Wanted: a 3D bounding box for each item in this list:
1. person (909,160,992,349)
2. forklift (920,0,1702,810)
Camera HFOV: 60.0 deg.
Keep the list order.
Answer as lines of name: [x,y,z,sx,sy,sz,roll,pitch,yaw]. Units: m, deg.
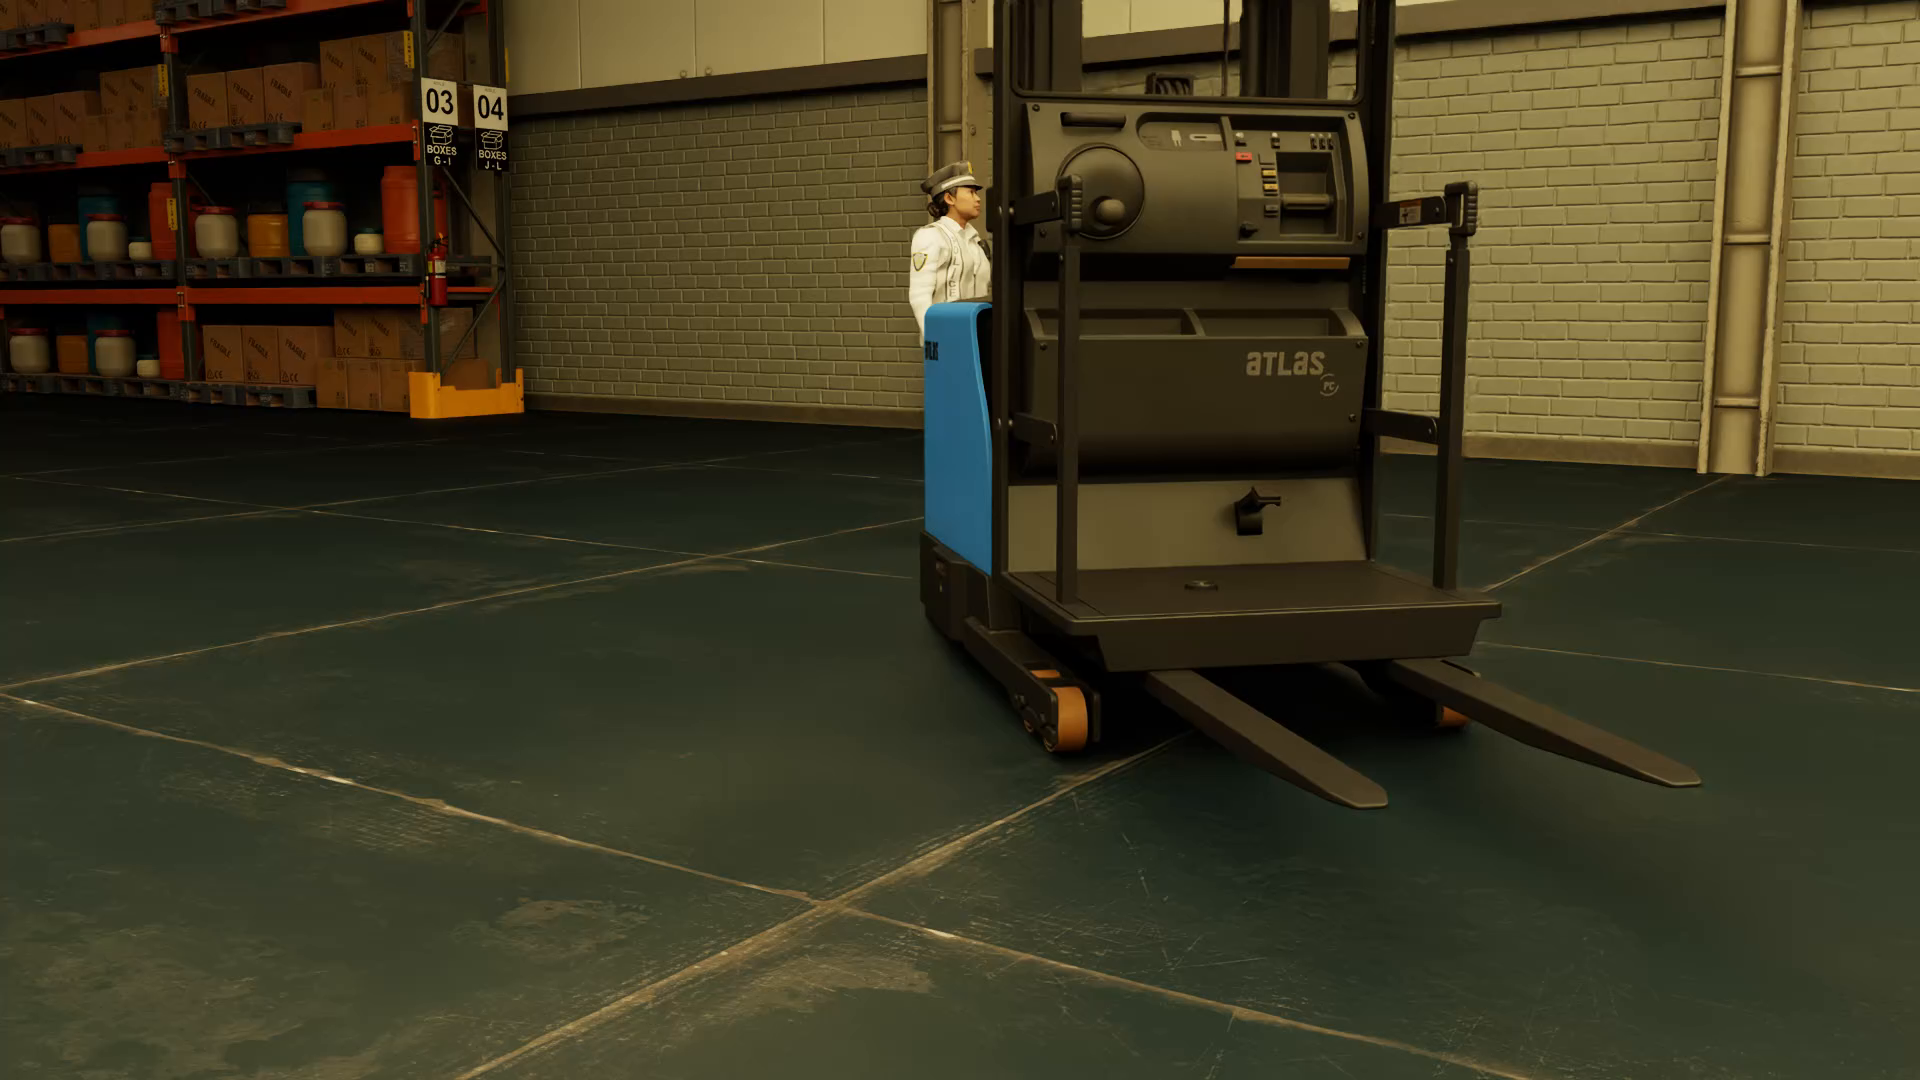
person: [0.052,-0.840,7.441,0.533,1.696,0.588,5,10,34]
forklift: [0.680,-0.995,4.187,1.130,2.935,3.031,-2,8,-12]
